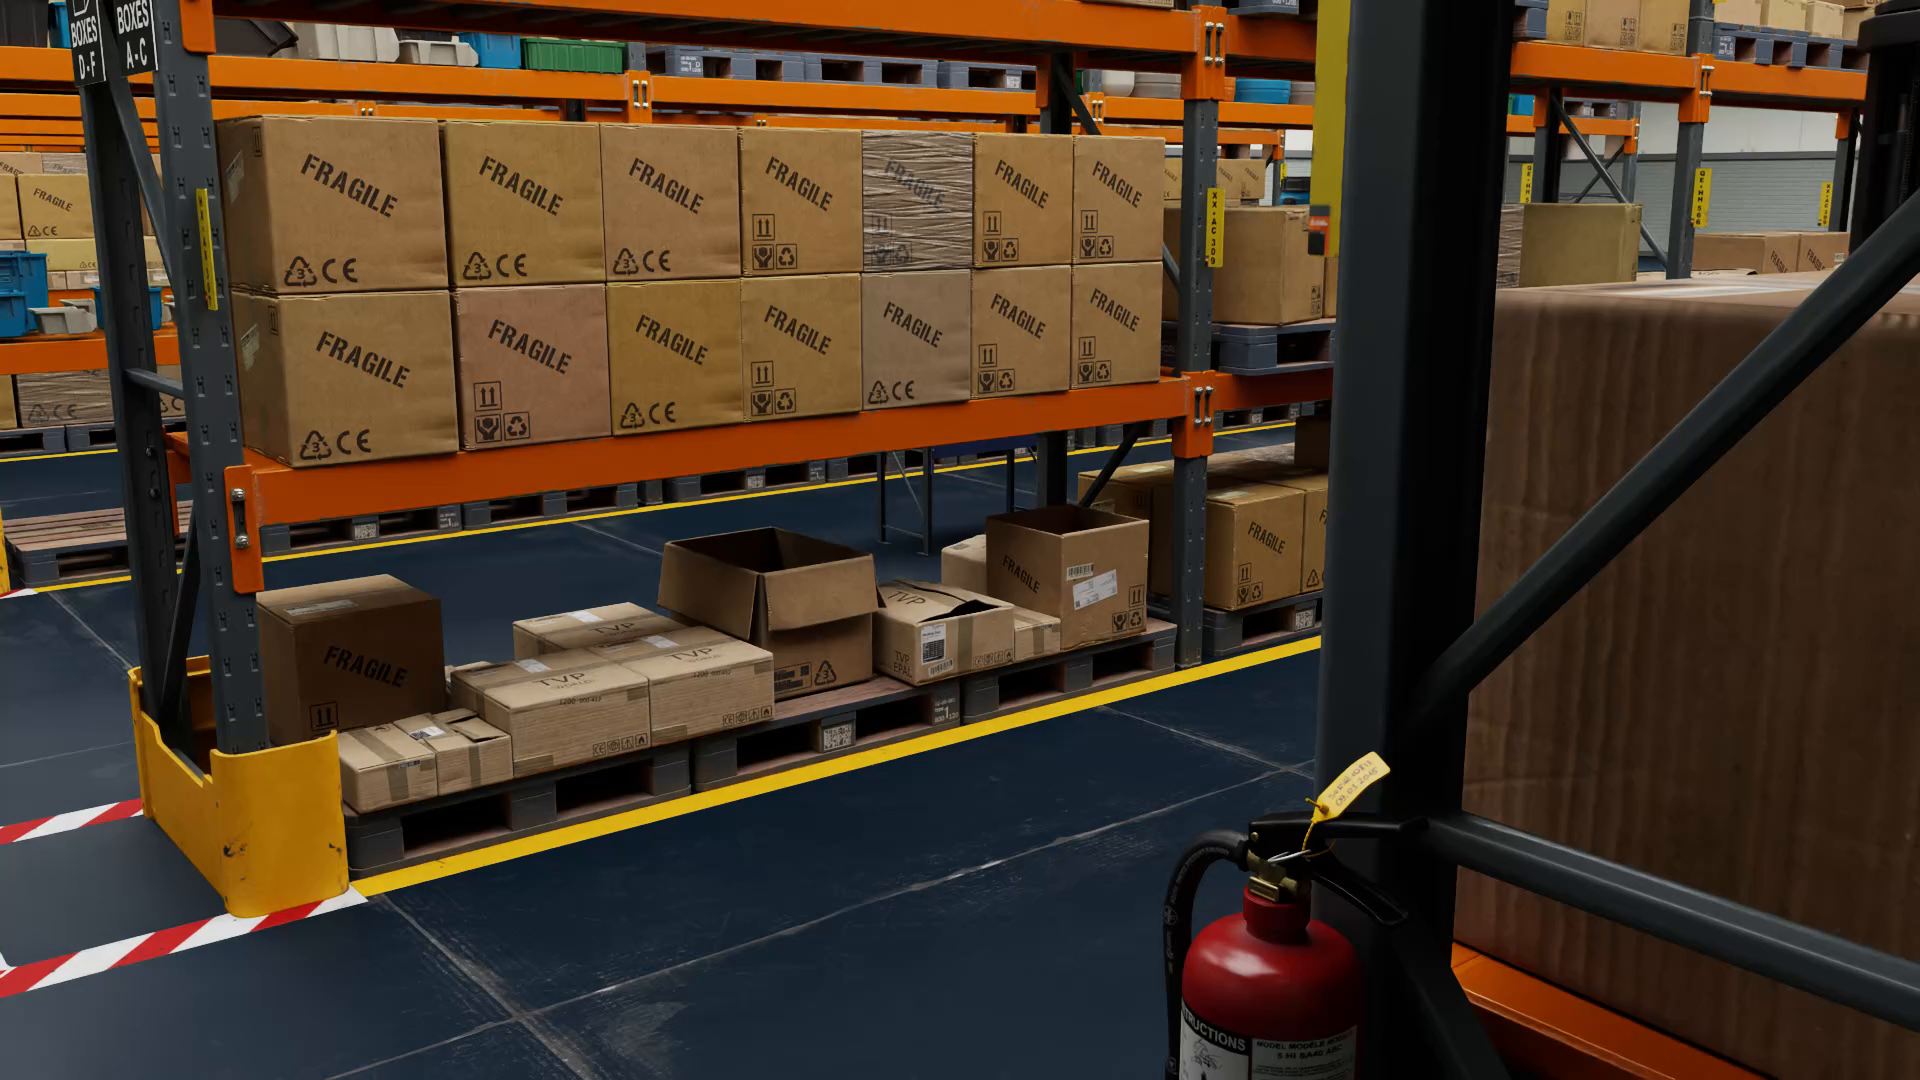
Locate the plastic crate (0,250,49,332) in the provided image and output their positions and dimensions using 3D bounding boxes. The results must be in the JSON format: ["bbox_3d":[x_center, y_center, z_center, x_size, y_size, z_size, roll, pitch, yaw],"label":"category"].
[{"bbox_3d":[-5.345,-1.382,9.172,0.499,0.435,0.616,-9,15,-38],"label":"plastic crate"}]

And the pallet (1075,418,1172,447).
[{"bbox_3d":[1.386,-1.030,14.456,1.213,0.211,1.003,-9,15,-38],"label":"pallet"}]

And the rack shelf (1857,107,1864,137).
[{"bbox_3d":[8.533,-3.390,13.367,4.000,0.370,1.077,-9,15,-38],"label":"rack shelf"}]

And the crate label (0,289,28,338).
[{"bbox_3d":[-5.092,-1.188,8.745,0.303,0.233,0.416,-9,15,-38],"label":"crate label"}]

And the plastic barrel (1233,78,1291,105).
[{"bbox_3d":[2.597,-4.261,14.528,0.708,0.901,0.600,-9,15,-38],"label":"plastic barrel"}]

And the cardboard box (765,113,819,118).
[{"bbox_3d":[-1.812,-4.517,17.303,0.500,0.250,0.500,-9,15,-37],"label":"cardboard box"}]

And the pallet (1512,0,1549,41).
[{"bbox_3d":[2.086,-2.561,8.182,1.003,0.211,1.213,-9,15,-38],"label":"pallet"}]

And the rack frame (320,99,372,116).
[{"bbox_3d":[-5.461,-2.584,15.062,0.127,3.000,1.000,-9,15,-38],"label":"rack frame"}]

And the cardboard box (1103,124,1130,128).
[{"bbox_3d":[1.707,-5.103,20.061,0.500,0.250,0.500,-10,15,-38],"label":"cardboard box"}]

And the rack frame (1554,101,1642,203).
[{"bbox_3d":[7.003,-3.338,18.612,0.127,3.000,1.000,-9,15,-38],"label":"rack frame"}]

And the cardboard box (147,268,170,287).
[{"bbox_3d":[-6.697,-2.169,13.711,0.250,0.149,0.380,-9,15,-37],"label":"cardboard box"}]

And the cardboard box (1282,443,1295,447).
[{"bbox_3d":[2.110,-0.274,9.141,0.500,0.500,0.500,-10,16,-40],"label":"cardboard box"}]

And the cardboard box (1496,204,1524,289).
[{"bbox_3d":[2.593,-1.563,8.999,0.500,0.500,0.700,-6,13,-27],"label":"cardboard box"}]

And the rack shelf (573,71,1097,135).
[{"bbox_3d":[-0.805,-3.156,12.264,4.000,0.370,1.077,-9,15,-38],"label":"rack shelf"}]

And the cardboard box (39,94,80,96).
[{"bbox_3d":[-9.488,-4.559,17.503,0.500,0.250,0.500,-10,15,-38],"label":"cardboard box"}]

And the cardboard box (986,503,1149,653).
[{"bbox_3d":[0.457,0.150,7.142,0.500,0.500,0.500,-9,15,-38],"label":"cardboard box"}]

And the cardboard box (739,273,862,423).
[{"bbox_3d":[-0.703,-0.719,6.036,0.500,0.500,0.500,-9,15,-37],"label":"cardboard box"}]

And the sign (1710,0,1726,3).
[{"bbox_3d":[4.185,-3.128,9.156,0.005,0.325,0.100,-9,15,-38],"label":"sign"}]

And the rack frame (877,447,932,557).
[{"bbox_3d":[-0.330,-0.679,9.699,0.032,1.500,0.500,-9,15,-38],"label":"rack frame"}]

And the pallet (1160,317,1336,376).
[{"bbox_3d":[1.417,-0.969,7.918,1.213,0.211,1.003,-9,15,-38],"label":"pallet"}]

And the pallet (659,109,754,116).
[{"bbox_3d":[-2.807,-4.386,16.780,1.003,0.211,1.213,-9,15,-35],"label":"pallet"}]

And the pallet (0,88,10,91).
[{"bbox_3d":[-8.012,-3.587,12.776,1.213,0.211,1.003,-9,15,-38],"label":"pallet"}]

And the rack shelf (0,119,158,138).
[{"bbox_3d":[-10.042,-4.258,17.453,4.000,0.370,1.077,-9,15,-38],"label":"rack shelf"}]

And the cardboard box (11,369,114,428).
[{"bbox_3d":[-7.424,-1.445,13.803,0.875,0.875,0.875,-9,15,-38],"label":"cardboard box"}]

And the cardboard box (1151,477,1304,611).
[{"bbox_3d":[1.255,0.007,7.816,0.500,0.500,0.500,-10,16,-40],"label":"cardboard box"}]

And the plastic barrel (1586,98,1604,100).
[{"bbox_3d":[6.703,-5.137,17.818,0.708,0.830,0.600,-9,15,-38],"label":"plastic barrel"}]

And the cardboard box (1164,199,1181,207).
[{"bbox_3d":[2.332,-4.064,21.072,0.500,0.500,0.875,-9,15,-38],"label":"cardboard box"}]

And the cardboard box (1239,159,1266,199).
[{"bbox_3d":[3.634,-4.713,21.725,0.500,0.500,0.500,-9,15,-38],"label":"cardboard box"}]

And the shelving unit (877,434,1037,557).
[{"bbox_3d":[0.067,-0.745,10.010,1.048,1.500,0.538,-9,15,-38],"label":"shelving unit"}]

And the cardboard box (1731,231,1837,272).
[{"bbox_3d":[5.559,-1.834,11.286,0.500,0.500,0.500,-9,15,-38],"label":"cardboard box"}]

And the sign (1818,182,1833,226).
[{"bbox_3d":[6.624,-2.567,12.706,0.005,0.325,0.100,-9,15,-38],"label":"sign"}]

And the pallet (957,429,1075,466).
[{"bbox_3d":[0.167,-0.827,13.499,1.213,0.211,1.003,-9,15,-38],"label":"pallet"}]

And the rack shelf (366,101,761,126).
[{"bbox_3d":[-3.899,-3.959,16.047,4.000,0.370,1.077,-9,15,-38],"label":"rack shelf"}]

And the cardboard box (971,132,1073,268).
[{"bbox_3d":[0.093,-1.340,6.557,0.500,0.500,0.500,-10,15,-39],"label":"cardboard box"}]

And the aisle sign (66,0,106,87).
[{"bbox_3d":[-2.643,-1.770,4.971,0.004,0.787,0.394,-9,15,-38],"label":"aisle sign"}]

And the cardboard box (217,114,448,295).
[{"bbox_3d":[-1.888,-1.011,5.004,0.500,0.500,0.500,-9,15,-36],"label":"cardboard box"}]

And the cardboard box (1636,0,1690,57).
[{"bbox_3d":[3.528,-2.950,9.323,0.500,0.500,0.910,-9,15,-38],"label":"cardboard box"}]

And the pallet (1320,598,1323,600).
[{"bbox_3d":[2.289,0.116,9.058,1.213,0.211,1.003,-9,15,-38],"label":"pallet"}]

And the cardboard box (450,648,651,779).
[{"bbox_3d":[-1.407,0.582,5.710,0.500,0.250,0.500,-9,15,-38],"label":"cardboard box"}]

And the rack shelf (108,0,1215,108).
[{"bbox_3d":[-0.837,-1.833,6.034,4.000,0.370,1.077,-9,15,-38],"label":"rack shelf"}]

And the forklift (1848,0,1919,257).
[{"bbox_3d":[4.615,-0.838,7.004,3.031,2.935,1.130,-2,12,-8],"label":"forklift"}]

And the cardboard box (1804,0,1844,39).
[{"bbox_3d":[5.440,-3.376,10.920,0.500,0.250,0.500,-11,16,-42],"label":"cardboard box"}]

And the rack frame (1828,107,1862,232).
[{"bbox_3d":[6.972,-2.015,12.382,0.127,3.000,1.000,-9,15,-38],"label":"rack frame"}]

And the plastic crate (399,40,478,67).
[{"bbox_3d":[-3.122,-2.892,9.927,0.466,0.136,0.293,-9,15,-38],"label":"plastic crate"}]

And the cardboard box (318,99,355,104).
[{"bbox_3d":[-7.192,-5.304,19.390,0.637,0.503,0.797,-10,15,-38],"label":"cardboard box"}]

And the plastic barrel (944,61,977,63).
[{"bbox_3d":[0.011,-3.742,12.615,0.301,0.262,0.301,0,12,0],"label":"plastic barrel"}]

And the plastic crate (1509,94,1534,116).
[{"bbox_3d":[5.703,-4.501,16.906,0.575,0.384,0.392,-9,15,-38],"label":"plastic crate"}]
